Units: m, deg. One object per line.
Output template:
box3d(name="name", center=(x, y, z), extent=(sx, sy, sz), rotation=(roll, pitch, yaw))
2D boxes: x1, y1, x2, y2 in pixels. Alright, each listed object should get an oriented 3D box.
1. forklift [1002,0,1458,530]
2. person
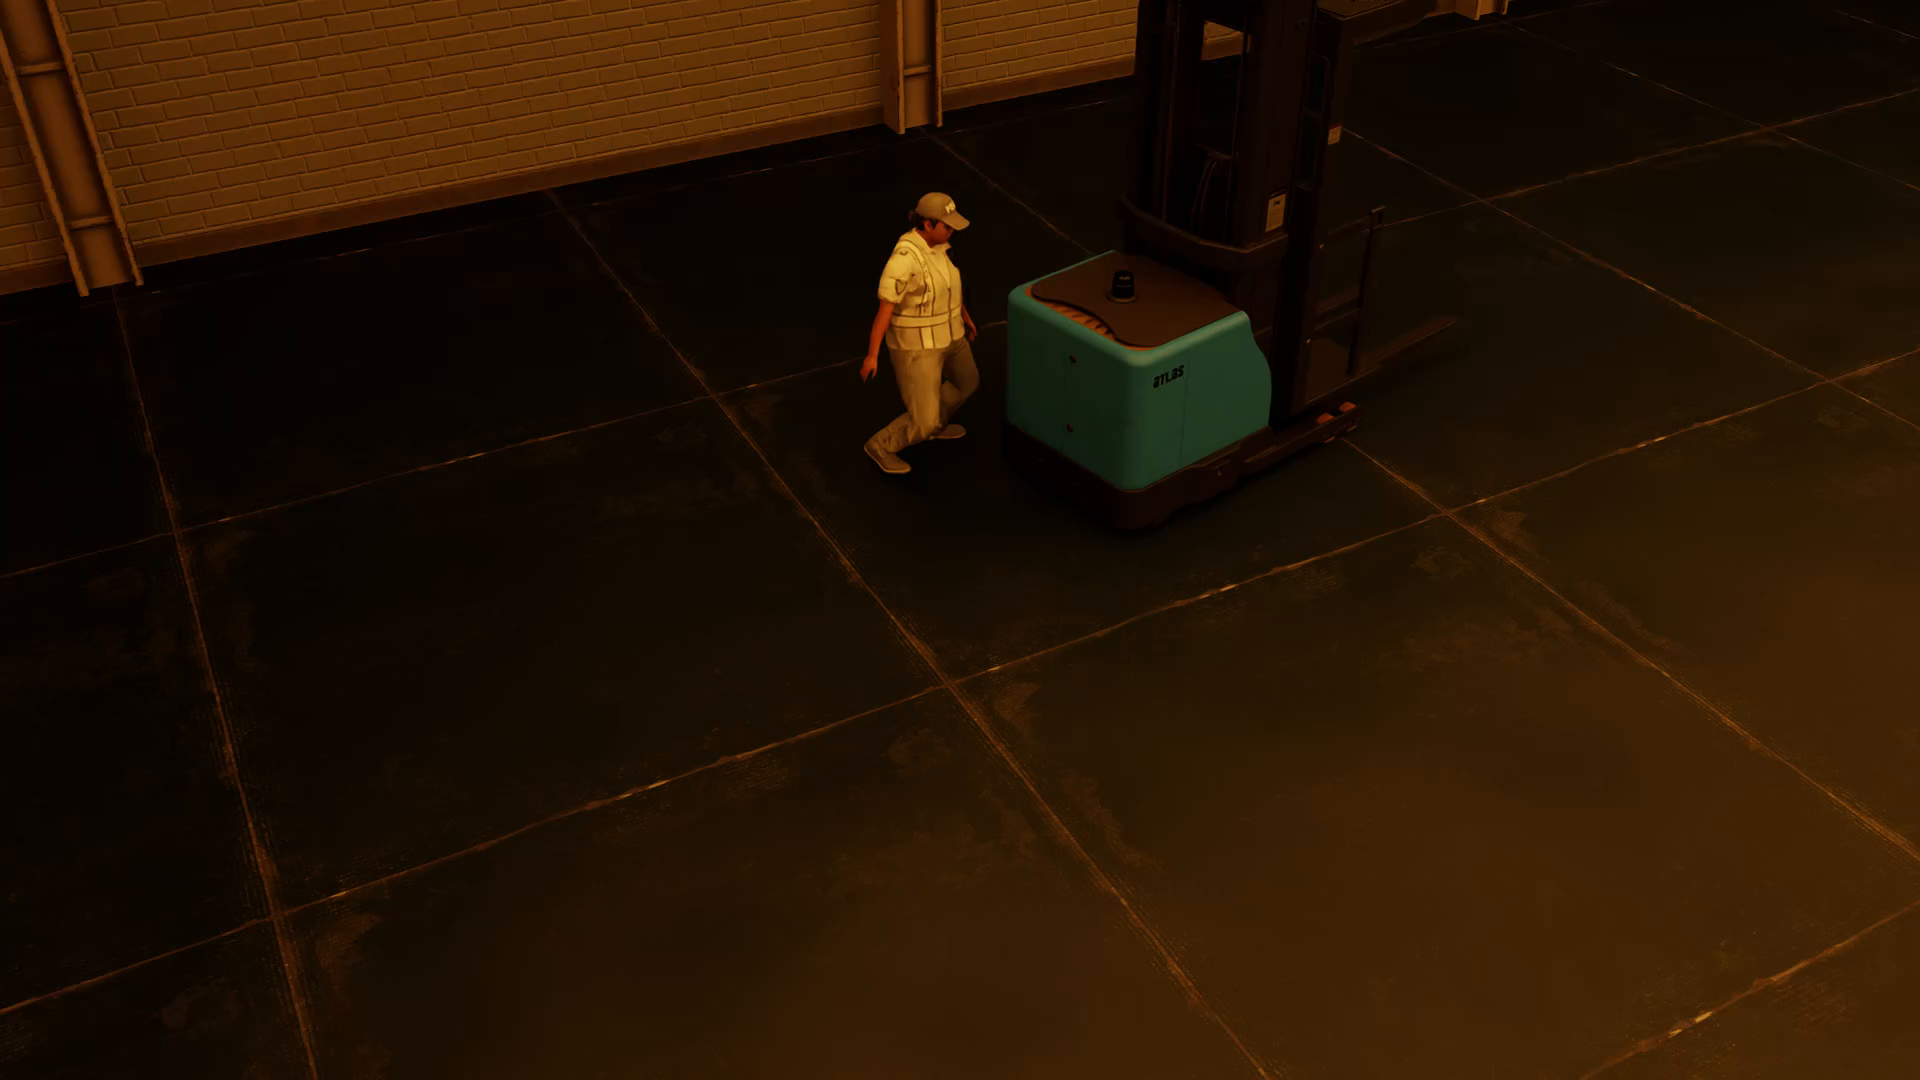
box3d(name="forklift", center=(1.685, -1.957, 8.892), extent=(3.031, 2.935, 1.130), rotation=(-26, 43, -32))
box3d(name="person", center=(-0.204, -1.067, 8.817), extent=(0.484, 1.587, 0.834), rotation=(22, 41, 28))
